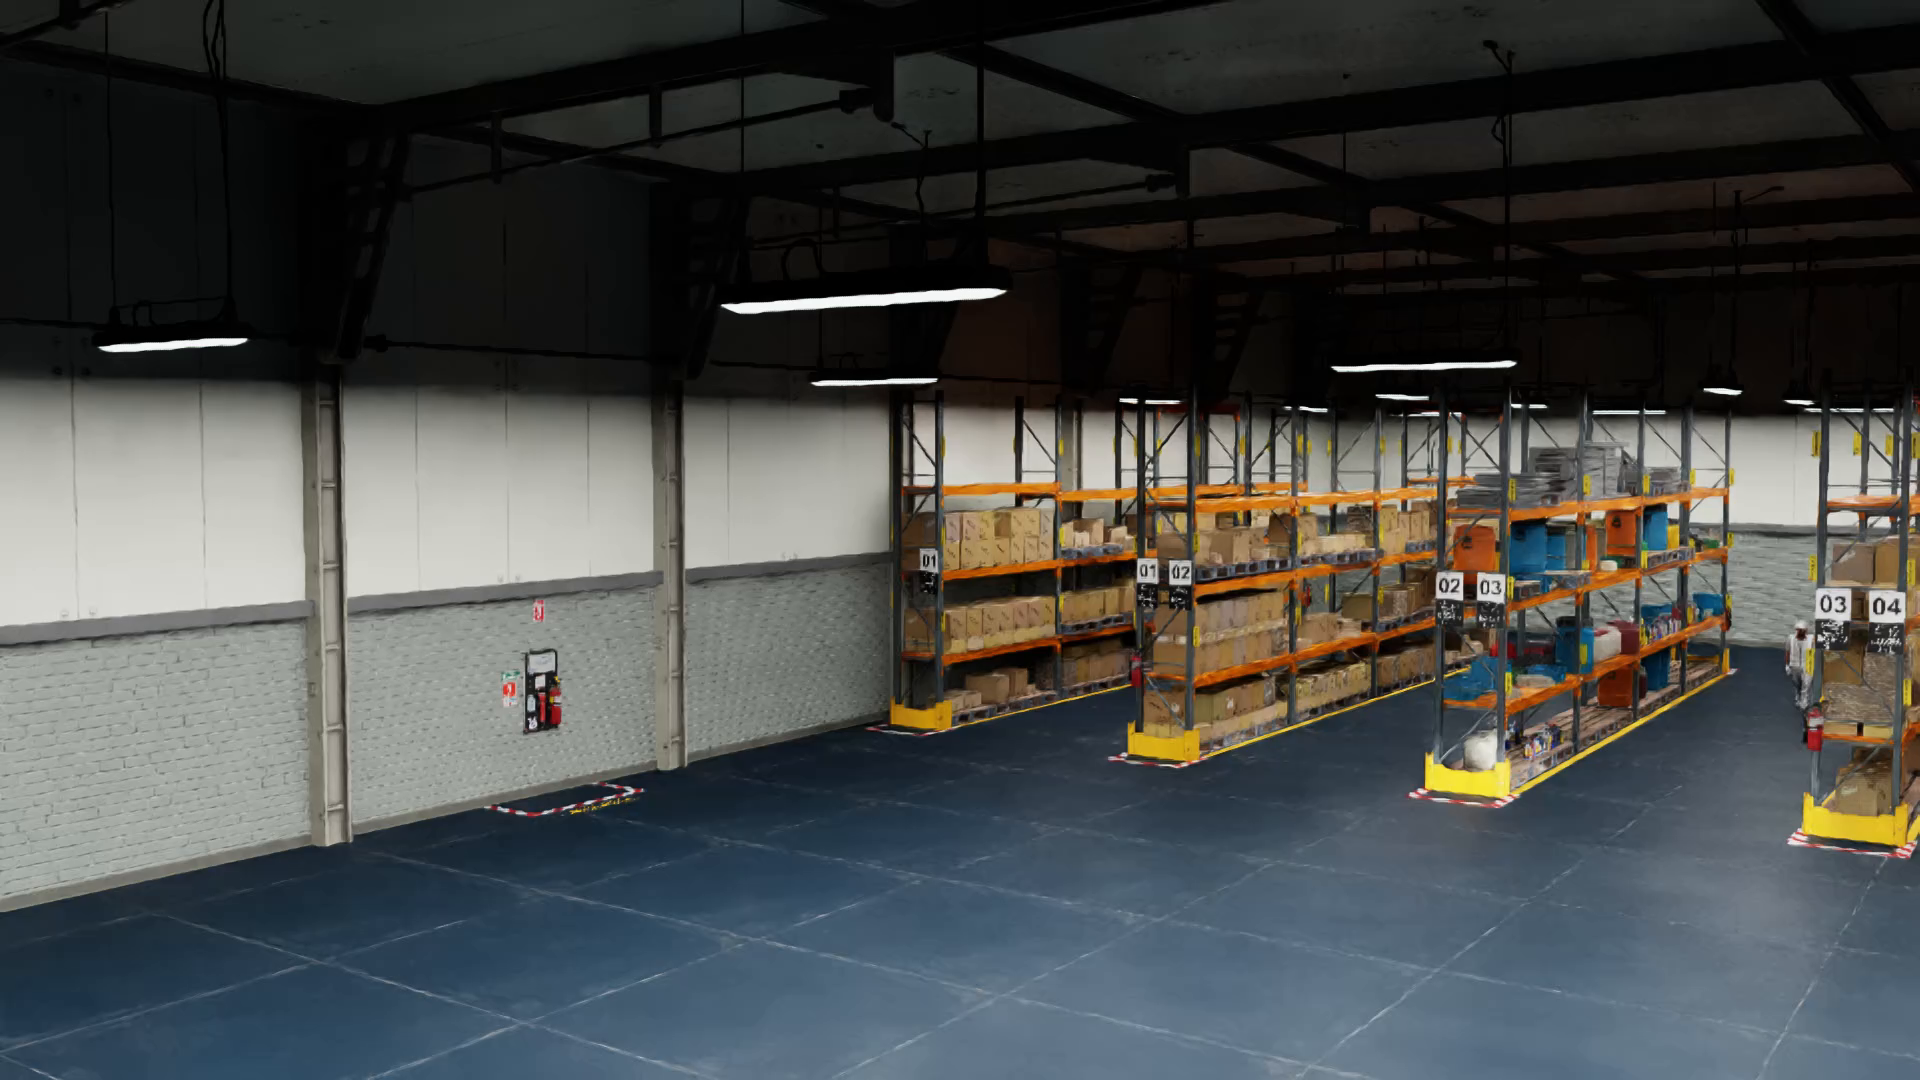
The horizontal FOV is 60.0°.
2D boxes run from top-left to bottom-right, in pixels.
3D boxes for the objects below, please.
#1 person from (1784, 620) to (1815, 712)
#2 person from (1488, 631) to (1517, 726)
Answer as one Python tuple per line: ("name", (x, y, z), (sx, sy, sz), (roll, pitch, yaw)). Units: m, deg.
("person", (15.912, 2.364, 31.485), (0.566, 1.706, 1.119), (2, 4, 37))
("person", (9.728, 2.444, 29.895), (0.654, 1.721, 0.578), (-2, 4, -26))
